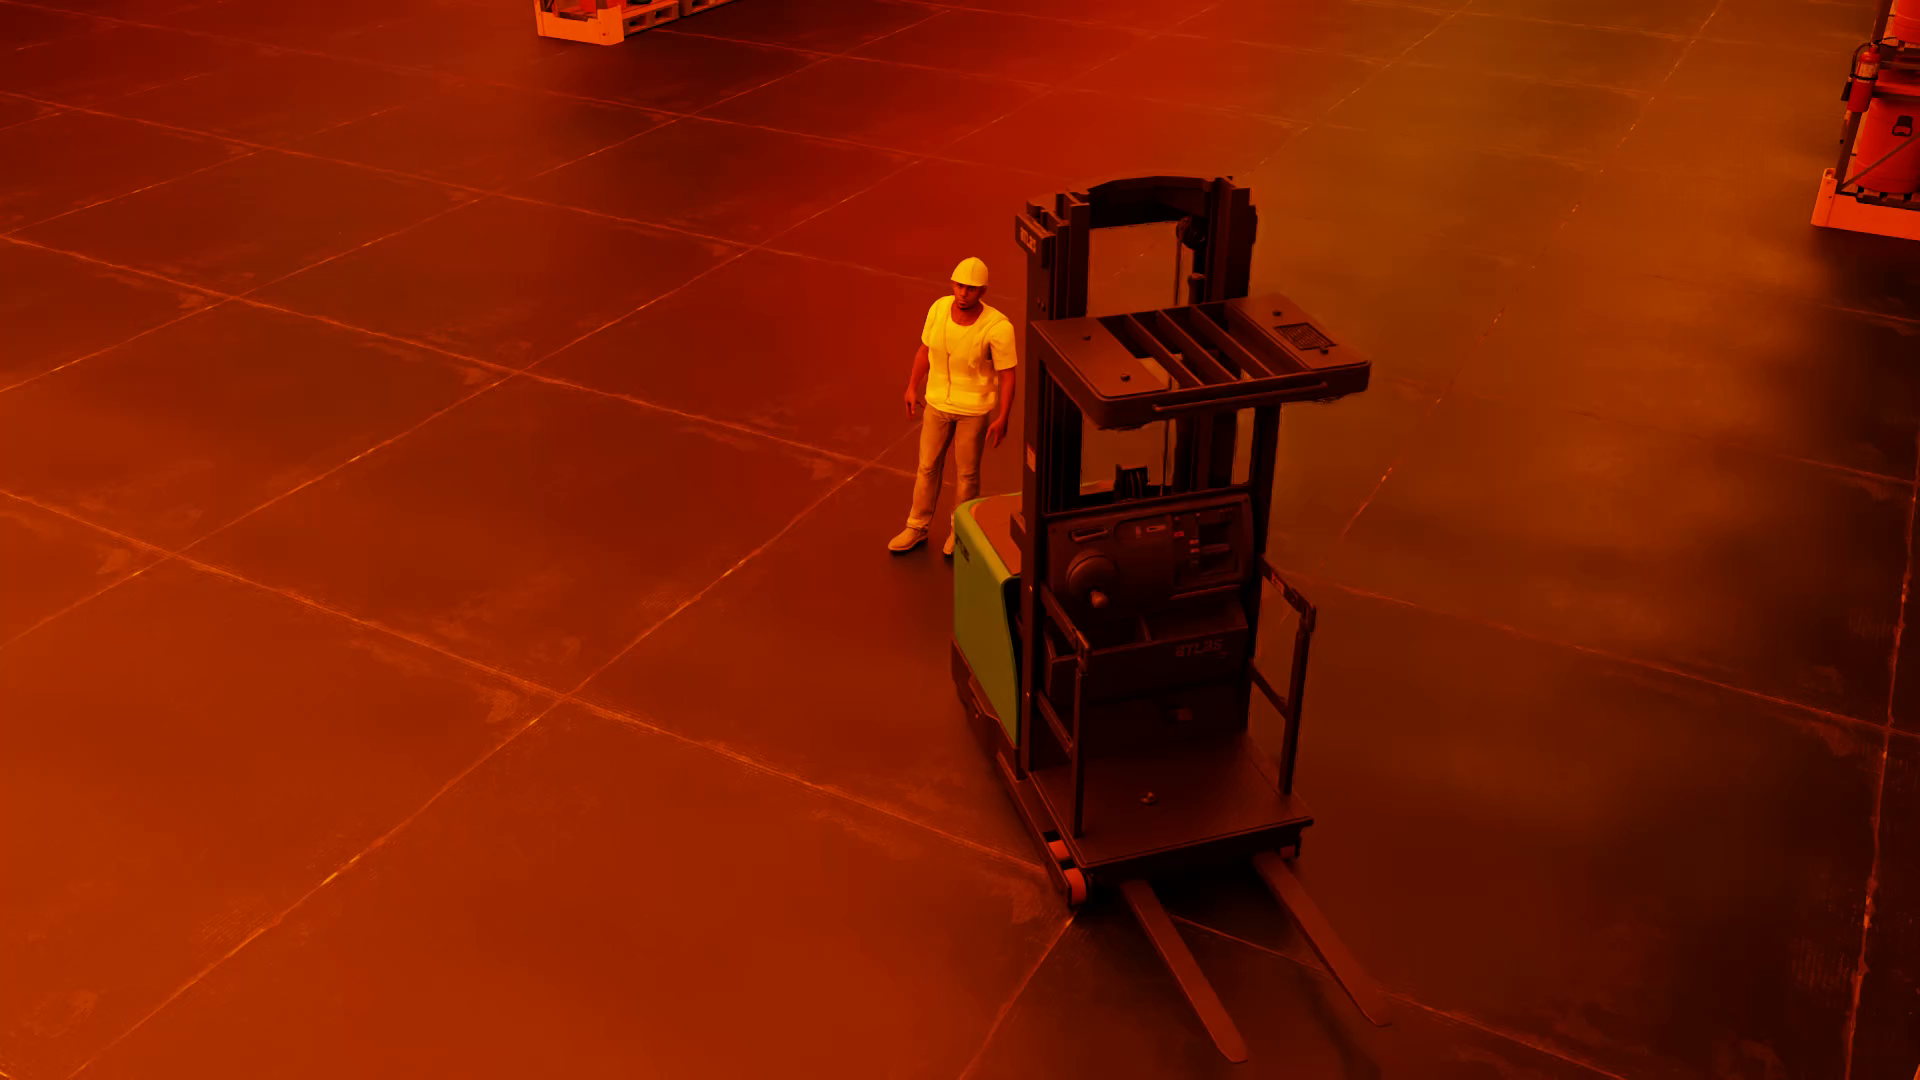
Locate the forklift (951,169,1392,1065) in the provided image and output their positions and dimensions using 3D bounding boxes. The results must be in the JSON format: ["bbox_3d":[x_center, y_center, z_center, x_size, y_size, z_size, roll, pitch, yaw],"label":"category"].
[{"bbox_3d":[0.883,0.100,6.898,1.130,2.935,3.031,-9,31,-15],"label":"forklift"}]

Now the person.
[{"bbox_3d":[-0.039,-0.742,9.508,0.666,1.765,0.577,15,33,25],"label":"person"}]
